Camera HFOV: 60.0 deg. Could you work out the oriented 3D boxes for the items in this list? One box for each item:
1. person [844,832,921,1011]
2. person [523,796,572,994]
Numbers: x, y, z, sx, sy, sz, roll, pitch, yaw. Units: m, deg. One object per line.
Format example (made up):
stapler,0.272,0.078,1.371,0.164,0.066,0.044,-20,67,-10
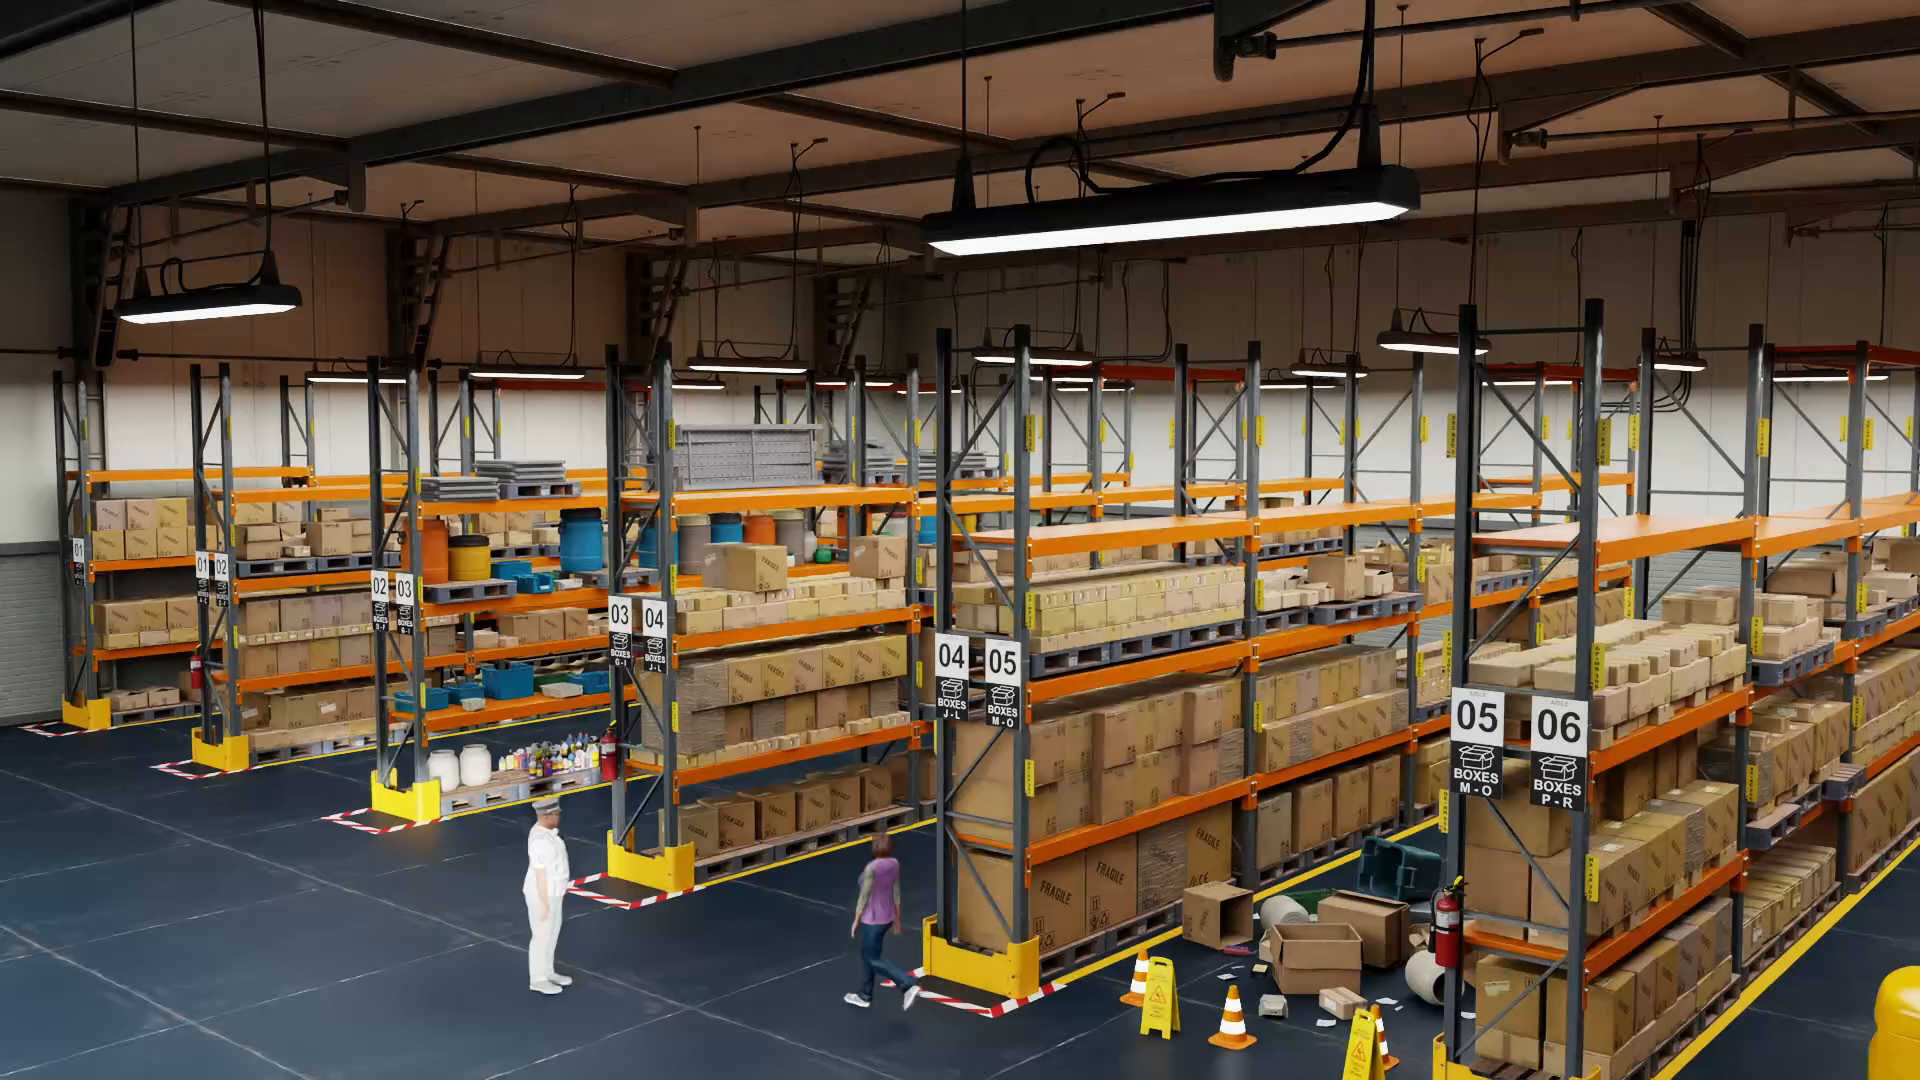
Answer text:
person,-0.683,3.322,14.492,0.783,1.572,0.392,1,4,18
person,-3.740,3.195,15.034,0.403,1.767,0.555,0,4,-6
